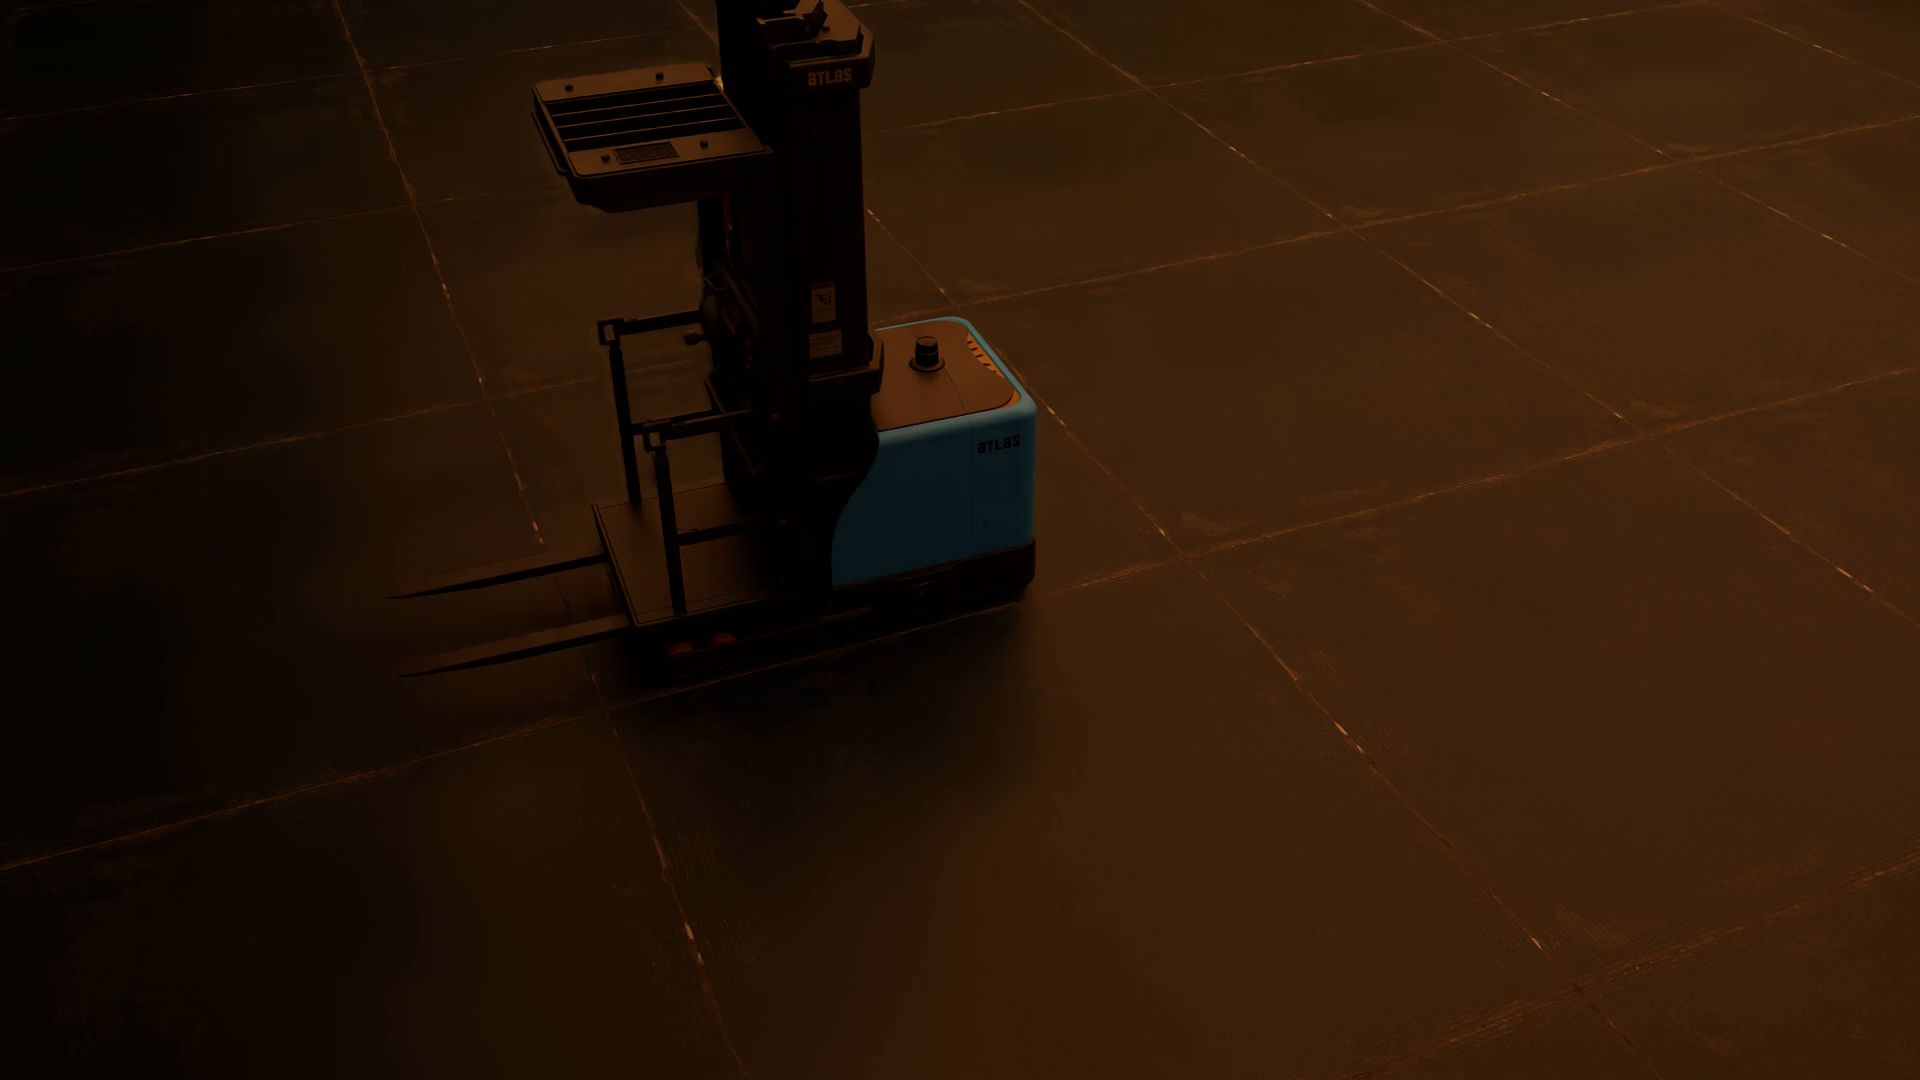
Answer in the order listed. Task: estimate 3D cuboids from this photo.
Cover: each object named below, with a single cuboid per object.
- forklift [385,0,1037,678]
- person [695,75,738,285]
[{"bbox_3d":[-1.201,-0.901,7.366,3.031,2.935,1.130,-12,37,-17],"label":"forklift"},{"bbox_3d":[-1.349,-1.947,9.908,0.708,1.701,0.694,28,44,33],"label":"person"}]
